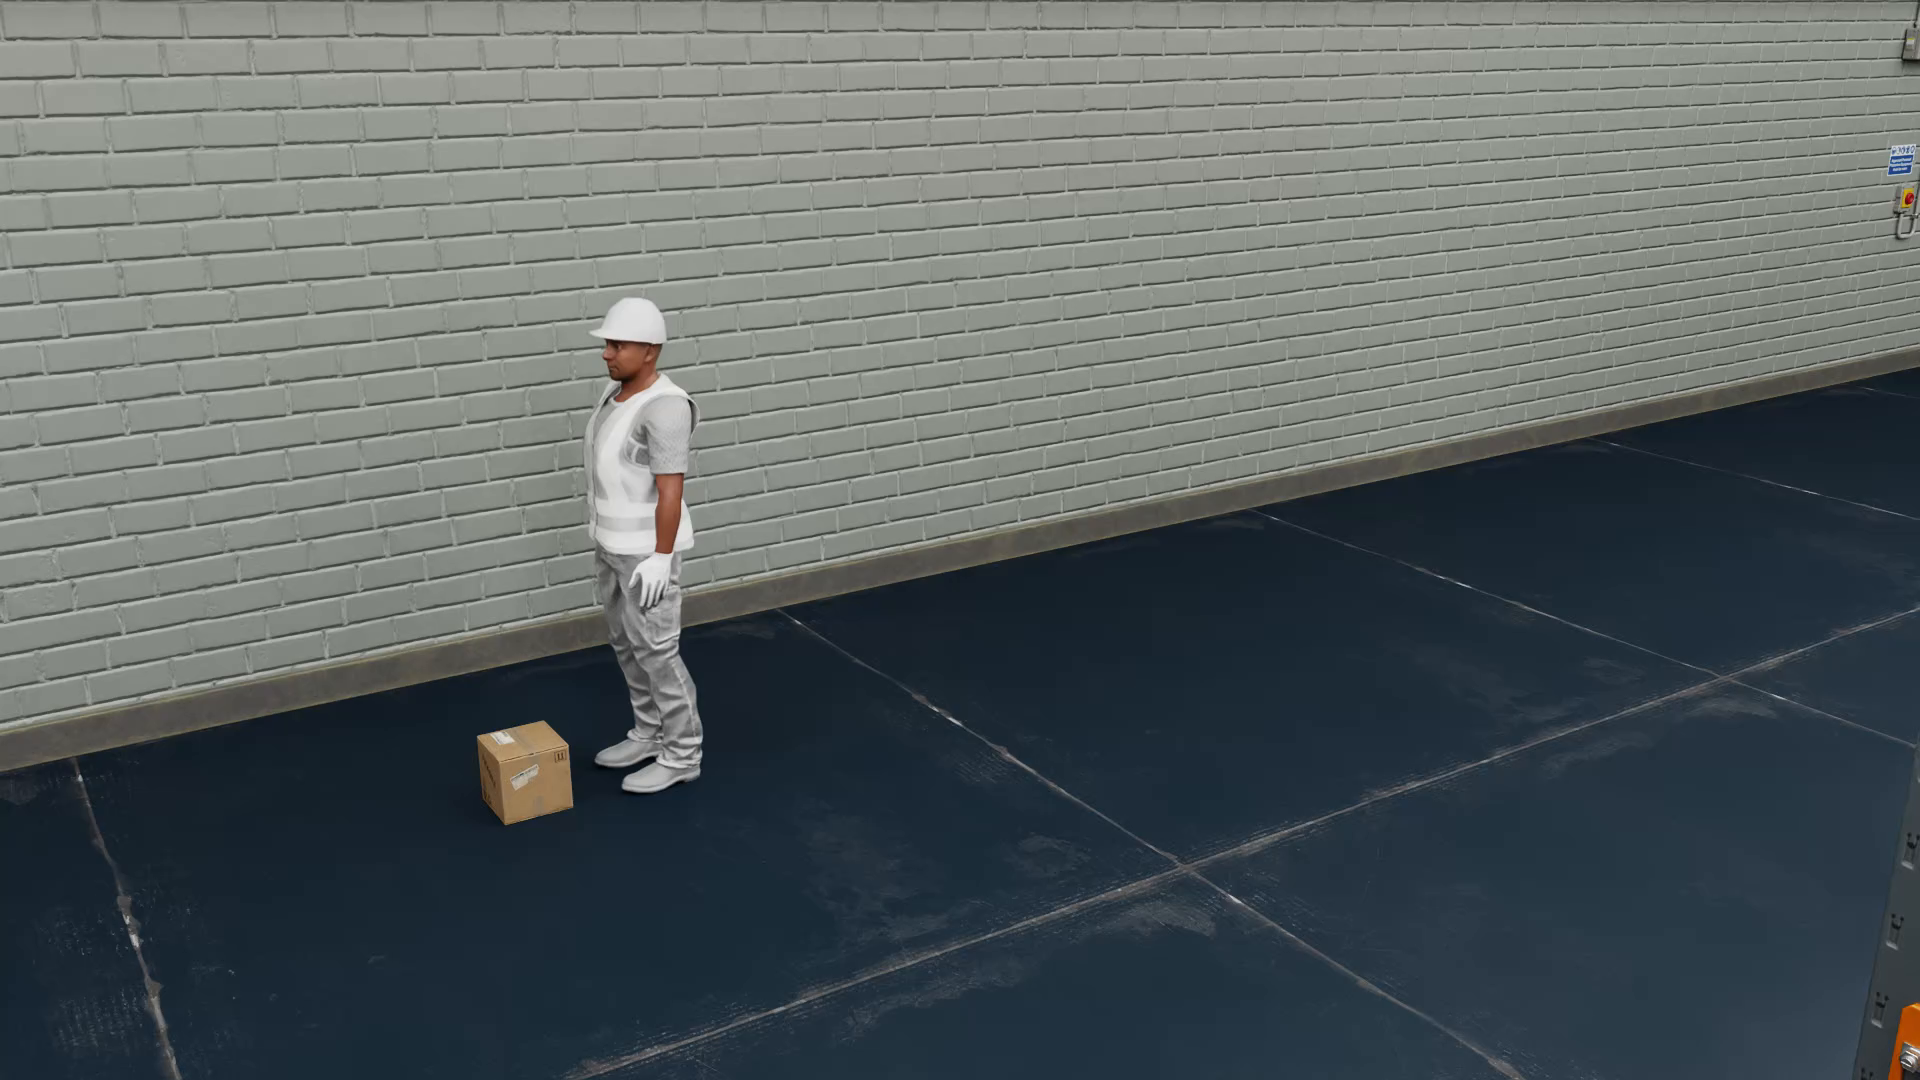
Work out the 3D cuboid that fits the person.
[{"bbox_3d":[-1.140,0.022,5.953,0.359,1.782,0.545,-11,21,-30],"label":"person"}]
